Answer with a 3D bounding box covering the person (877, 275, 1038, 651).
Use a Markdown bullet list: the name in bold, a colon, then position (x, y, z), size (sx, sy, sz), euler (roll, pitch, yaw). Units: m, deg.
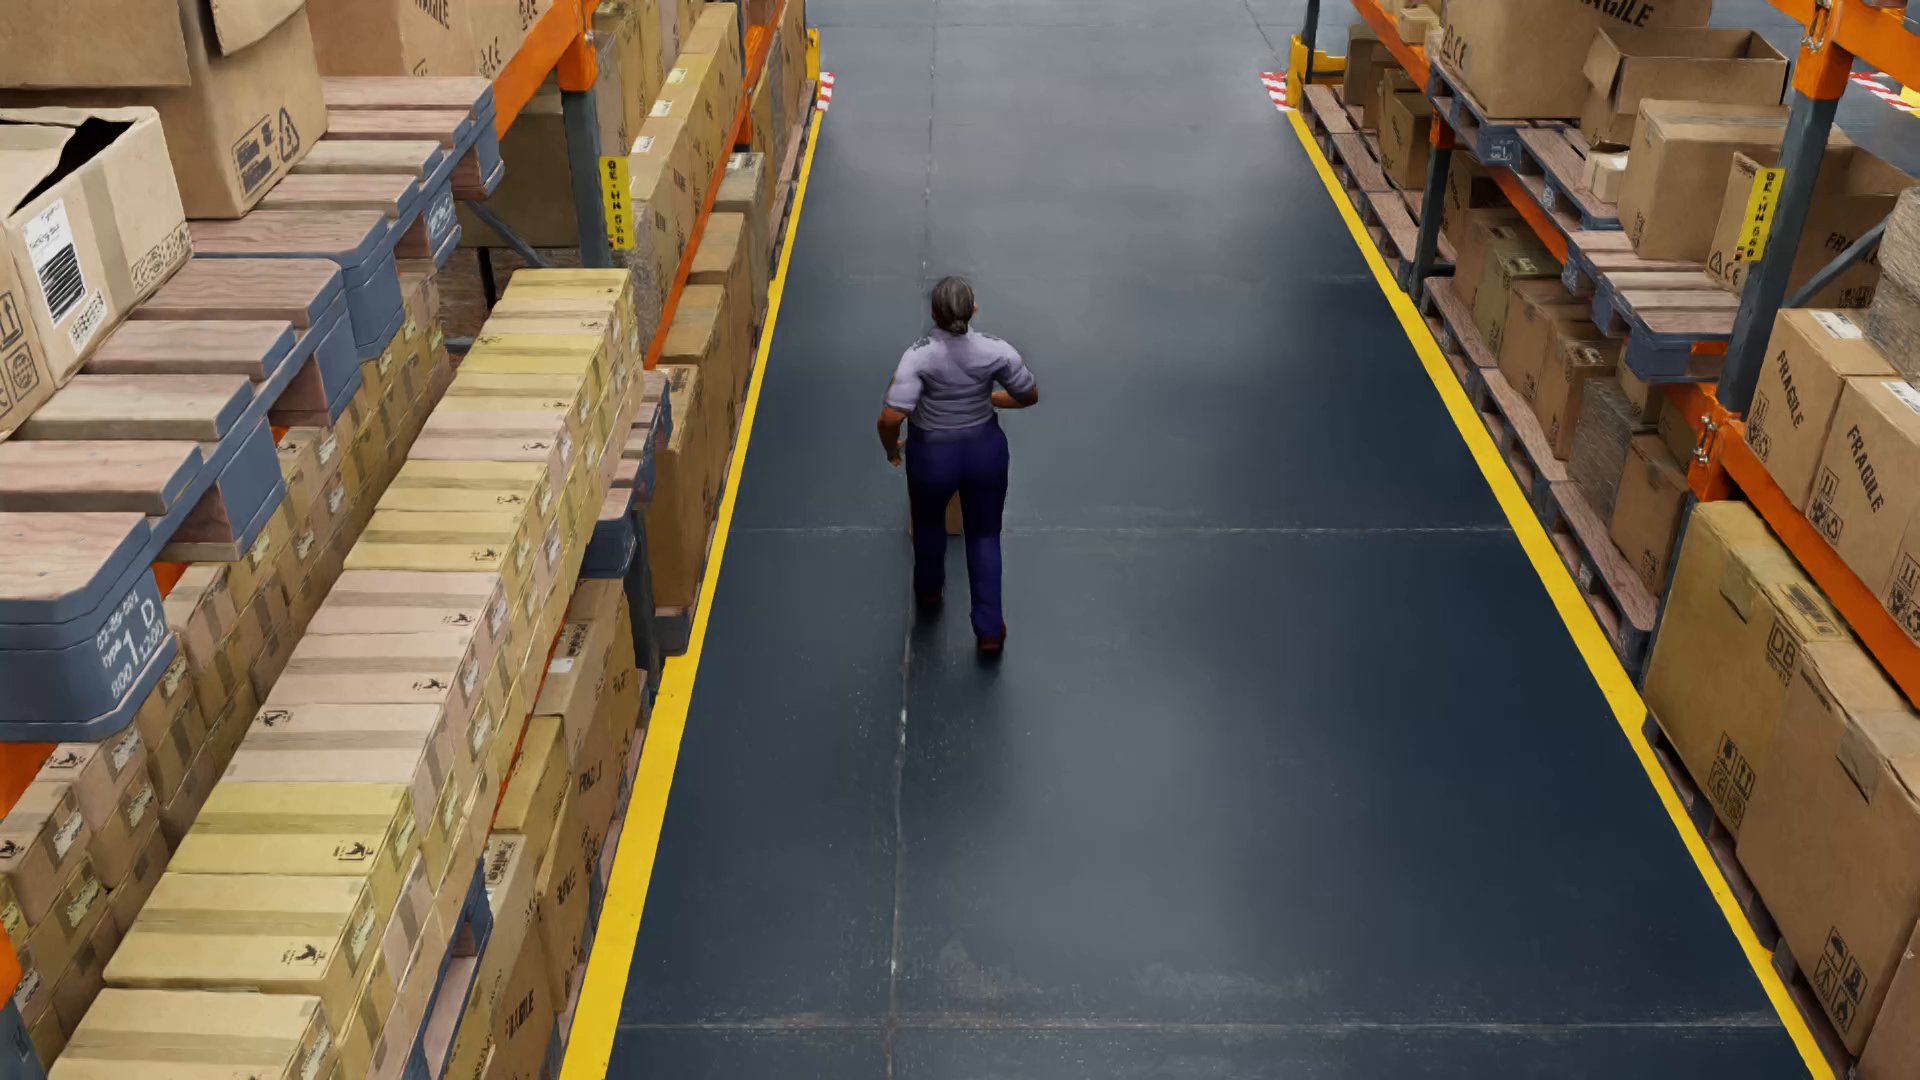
- **person**: position (-0.041, -0.365, 6.730), size (0.652, 1.639, 0.728), euler (-5, 32, -9)
